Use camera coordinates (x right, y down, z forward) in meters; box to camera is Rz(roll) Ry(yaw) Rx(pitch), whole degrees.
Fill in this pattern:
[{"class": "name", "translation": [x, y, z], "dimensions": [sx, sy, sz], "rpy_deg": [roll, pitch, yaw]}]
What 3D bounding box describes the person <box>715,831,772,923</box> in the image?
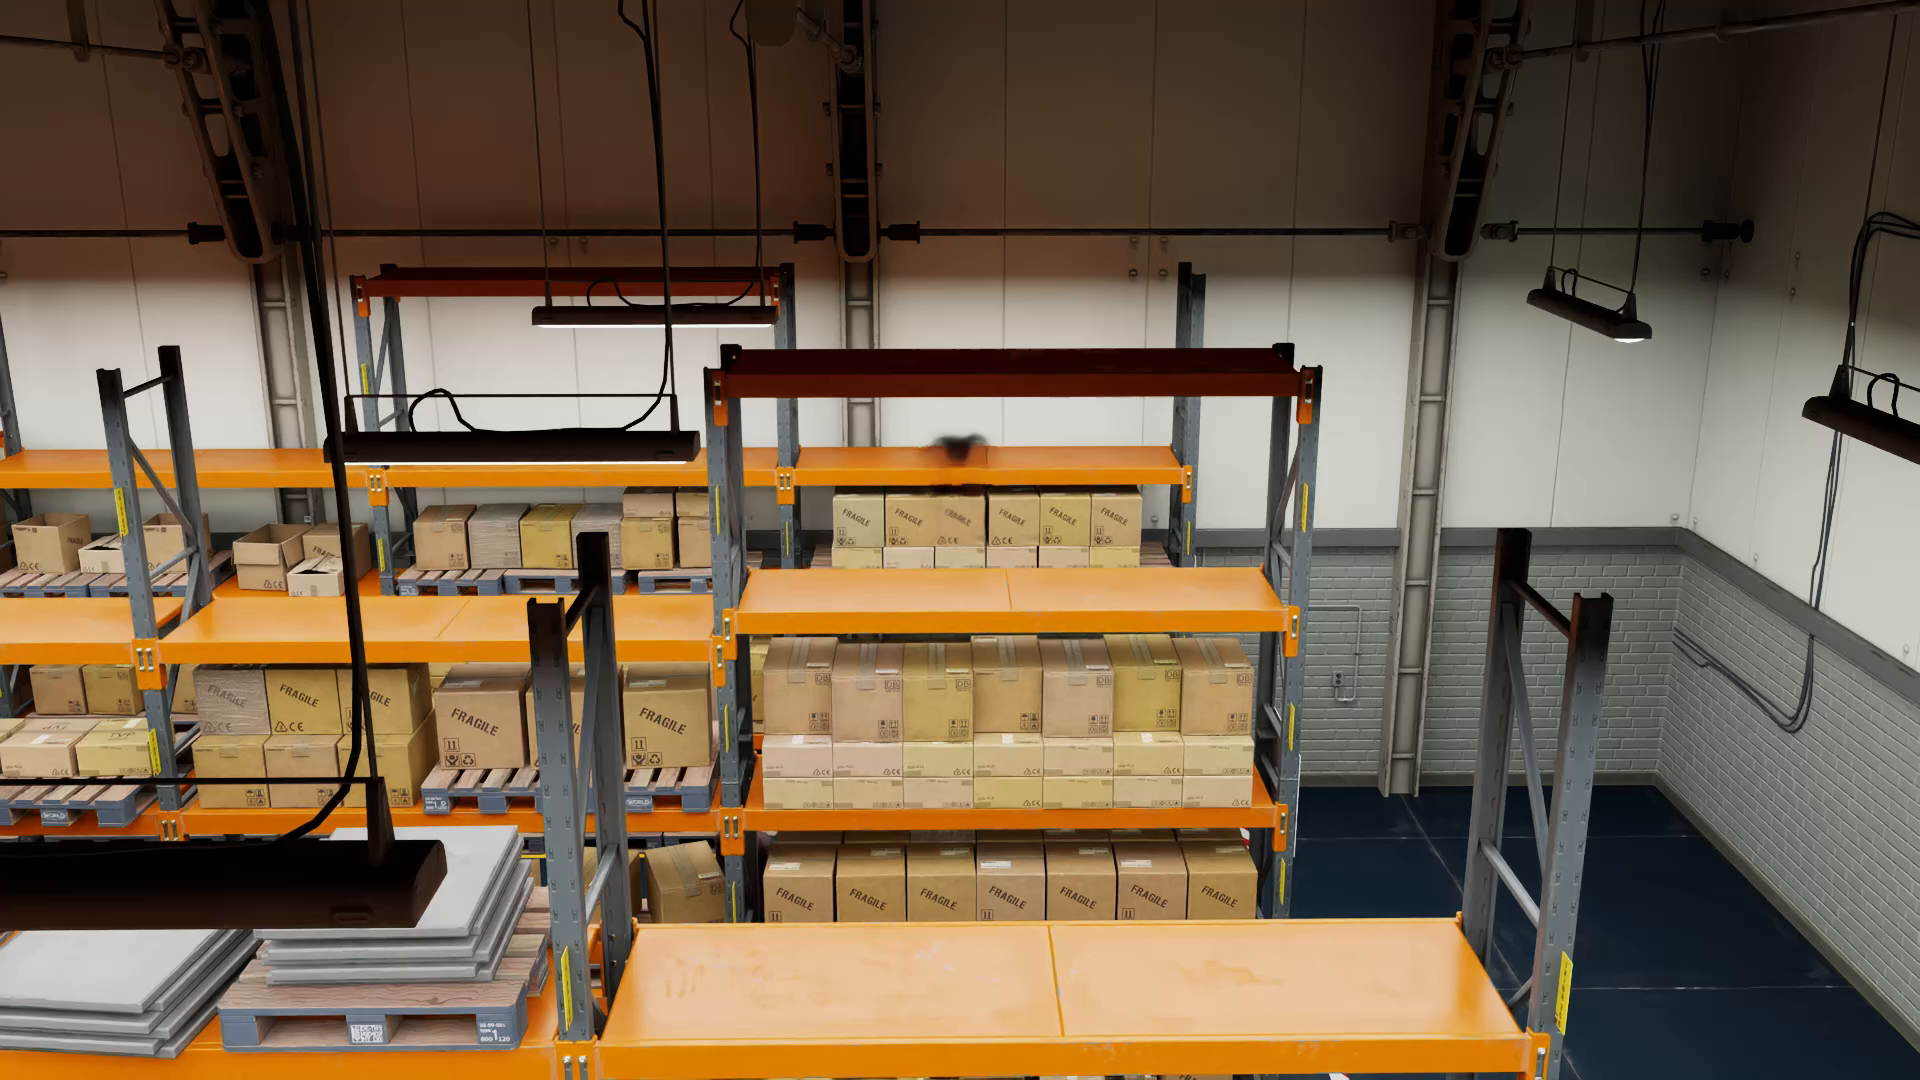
[{"class": "person", "translation": [-1.837, 3.083, 14.859], "dimensions": [0.577, 1.761, 0.655], "rpy_deg": [12, 20, 35]}]
